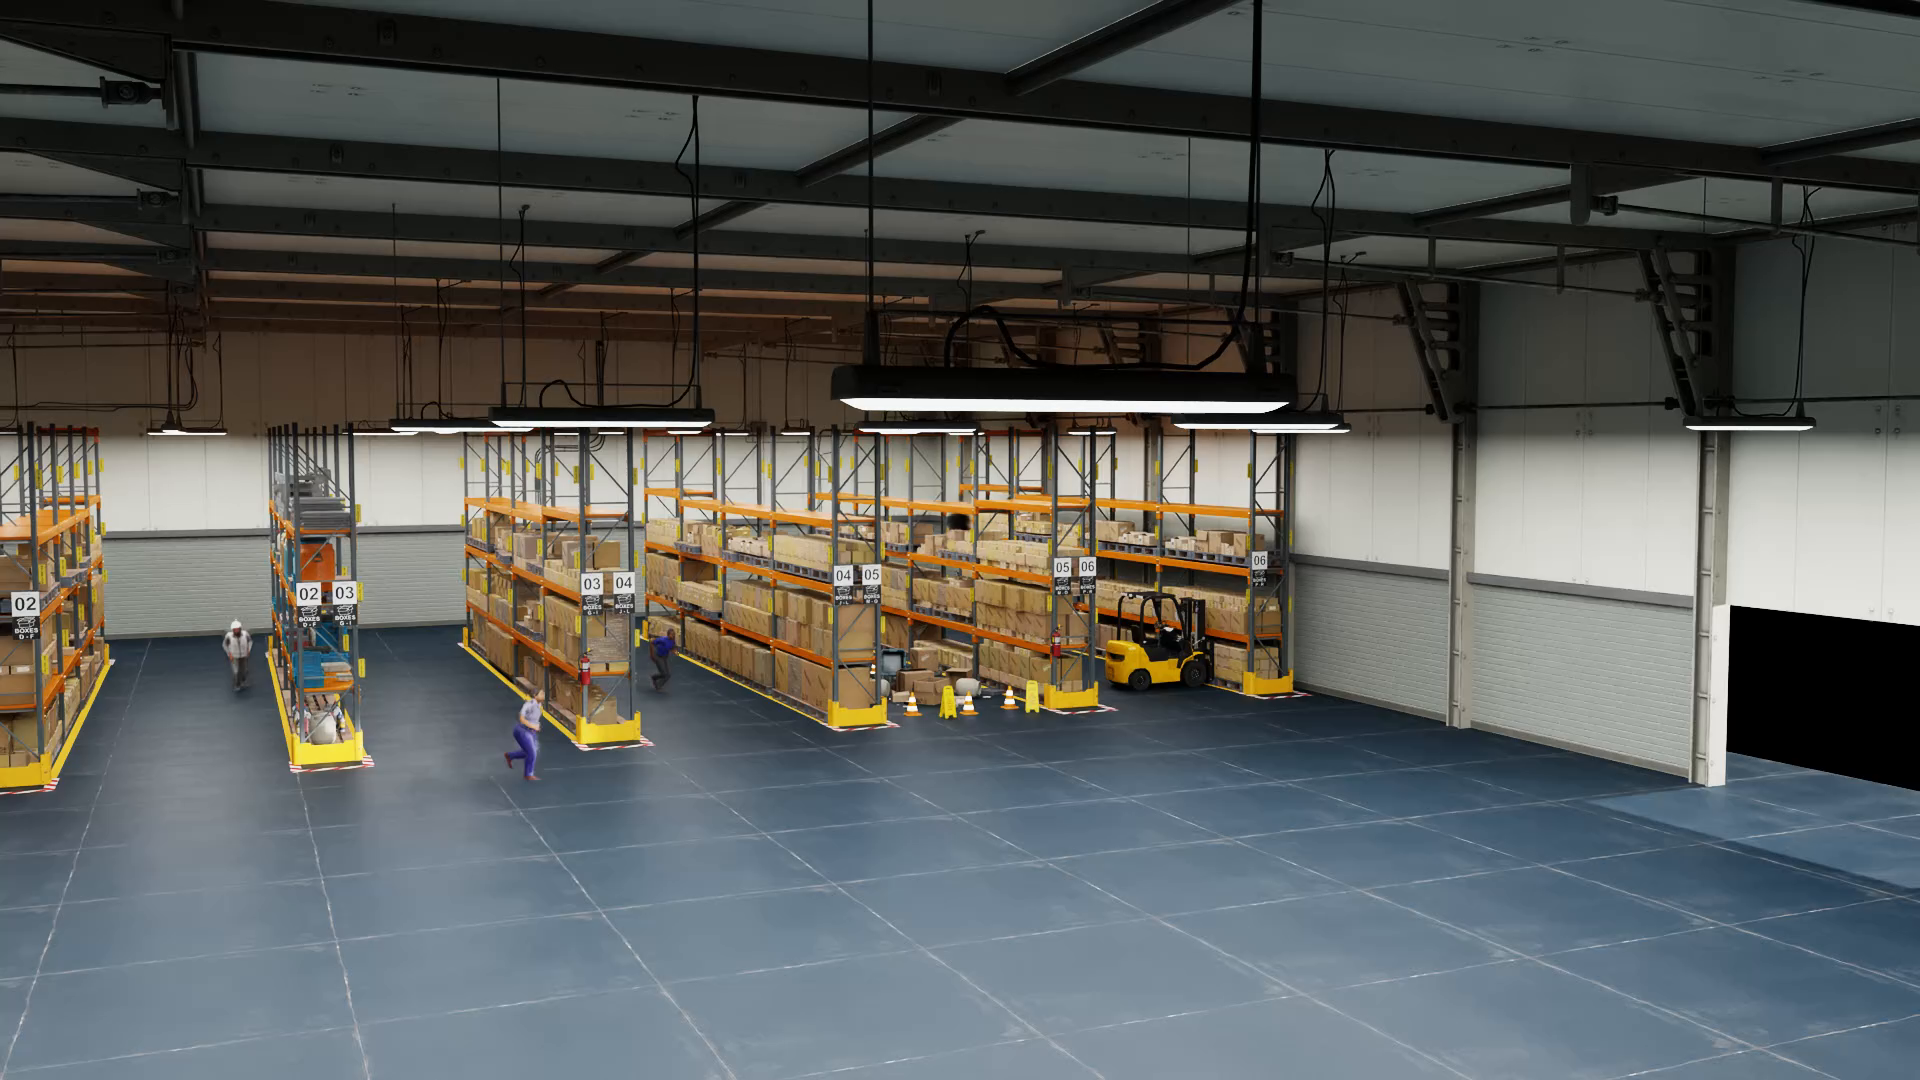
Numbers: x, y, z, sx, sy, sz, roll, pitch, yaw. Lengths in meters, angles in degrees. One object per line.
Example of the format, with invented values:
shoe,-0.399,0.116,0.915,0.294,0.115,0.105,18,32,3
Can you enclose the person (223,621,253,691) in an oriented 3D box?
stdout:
person,-16.356,2.609,37.695,0.689,1.629,0.912,-3,5,-41

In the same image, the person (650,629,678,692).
person,-6.682,2.708,37.412,0.725,1.470,0.598,3,5,41

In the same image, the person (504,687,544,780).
person,-7.306,3.264,27.886,0.716,1.579,0.598,1,4,12
